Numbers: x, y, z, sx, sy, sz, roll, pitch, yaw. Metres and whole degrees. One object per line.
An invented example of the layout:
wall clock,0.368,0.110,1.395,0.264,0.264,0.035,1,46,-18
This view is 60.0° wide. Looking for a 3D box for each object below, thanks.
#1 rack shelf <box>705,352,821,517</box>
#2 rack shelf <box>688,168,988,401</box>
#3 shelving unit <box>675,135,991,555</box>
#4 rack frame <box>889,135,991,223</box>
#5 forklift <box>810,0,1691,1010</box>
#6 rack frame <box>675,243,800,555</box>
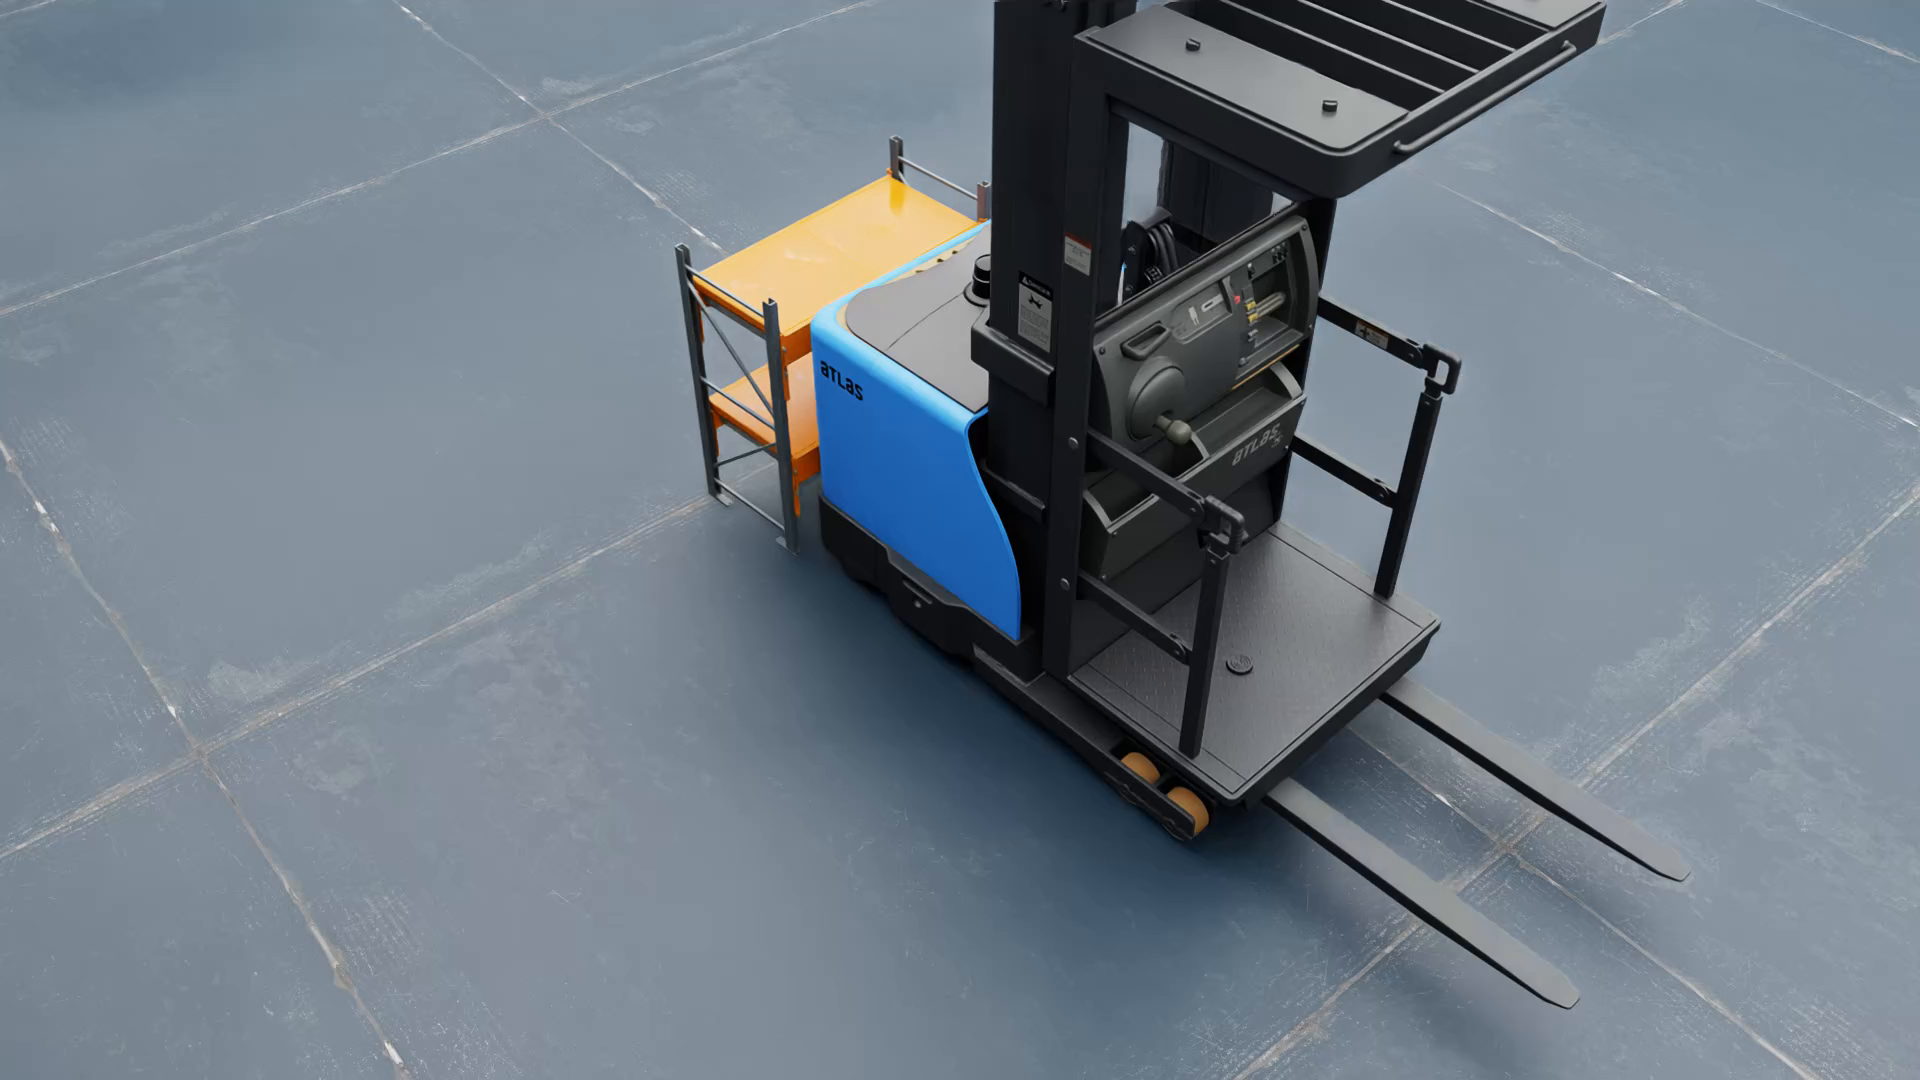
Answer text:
rack shelf,-0.430,-0.551,6.372,0.538,0.278,1.000,34,53,31
rack shelf,-0.430,-0.943,6.004,0.538,0.278,1.000,34,53,31
shelving unit,-0.430,-0.729,6.205,0.538,1.125,1.048,34,53,31
rack frame,-0.075,-0.978,6.470,0.500,1.125,0.032,34,53,31
forklift,0.868,-0.527,4.670,1.130,2.935,3.031,-33,52,-30
rack frame,-0.786,-0.481,5.940,0.500,1.125,0.032,34,53,31
